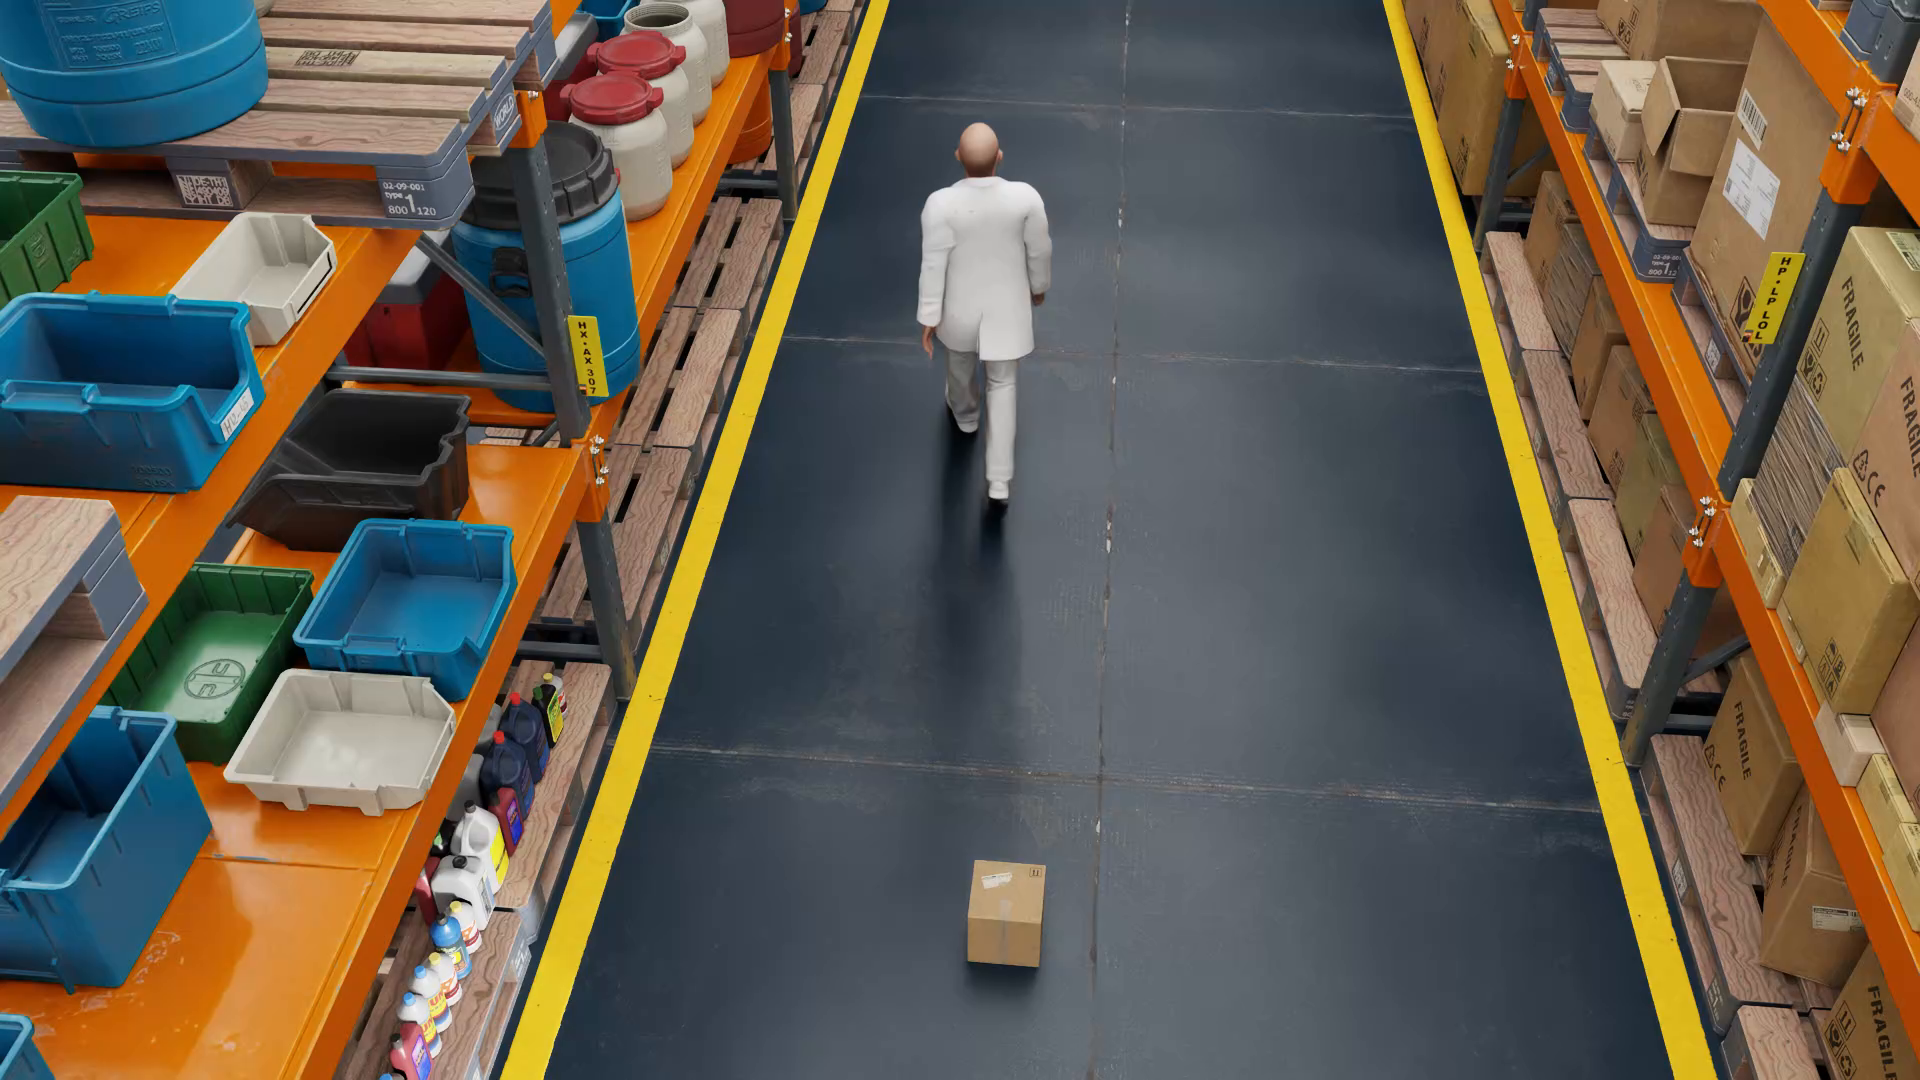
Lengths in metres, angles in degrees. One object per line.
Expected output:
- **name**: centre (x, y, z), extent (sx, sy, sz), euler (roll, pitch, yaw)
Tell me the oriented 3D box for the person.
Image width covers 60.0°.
- **person**: centre (0.108, -1.077, 7.470), extent (0.611, 1.735, 1.088), euler (-1, 40, -2)
